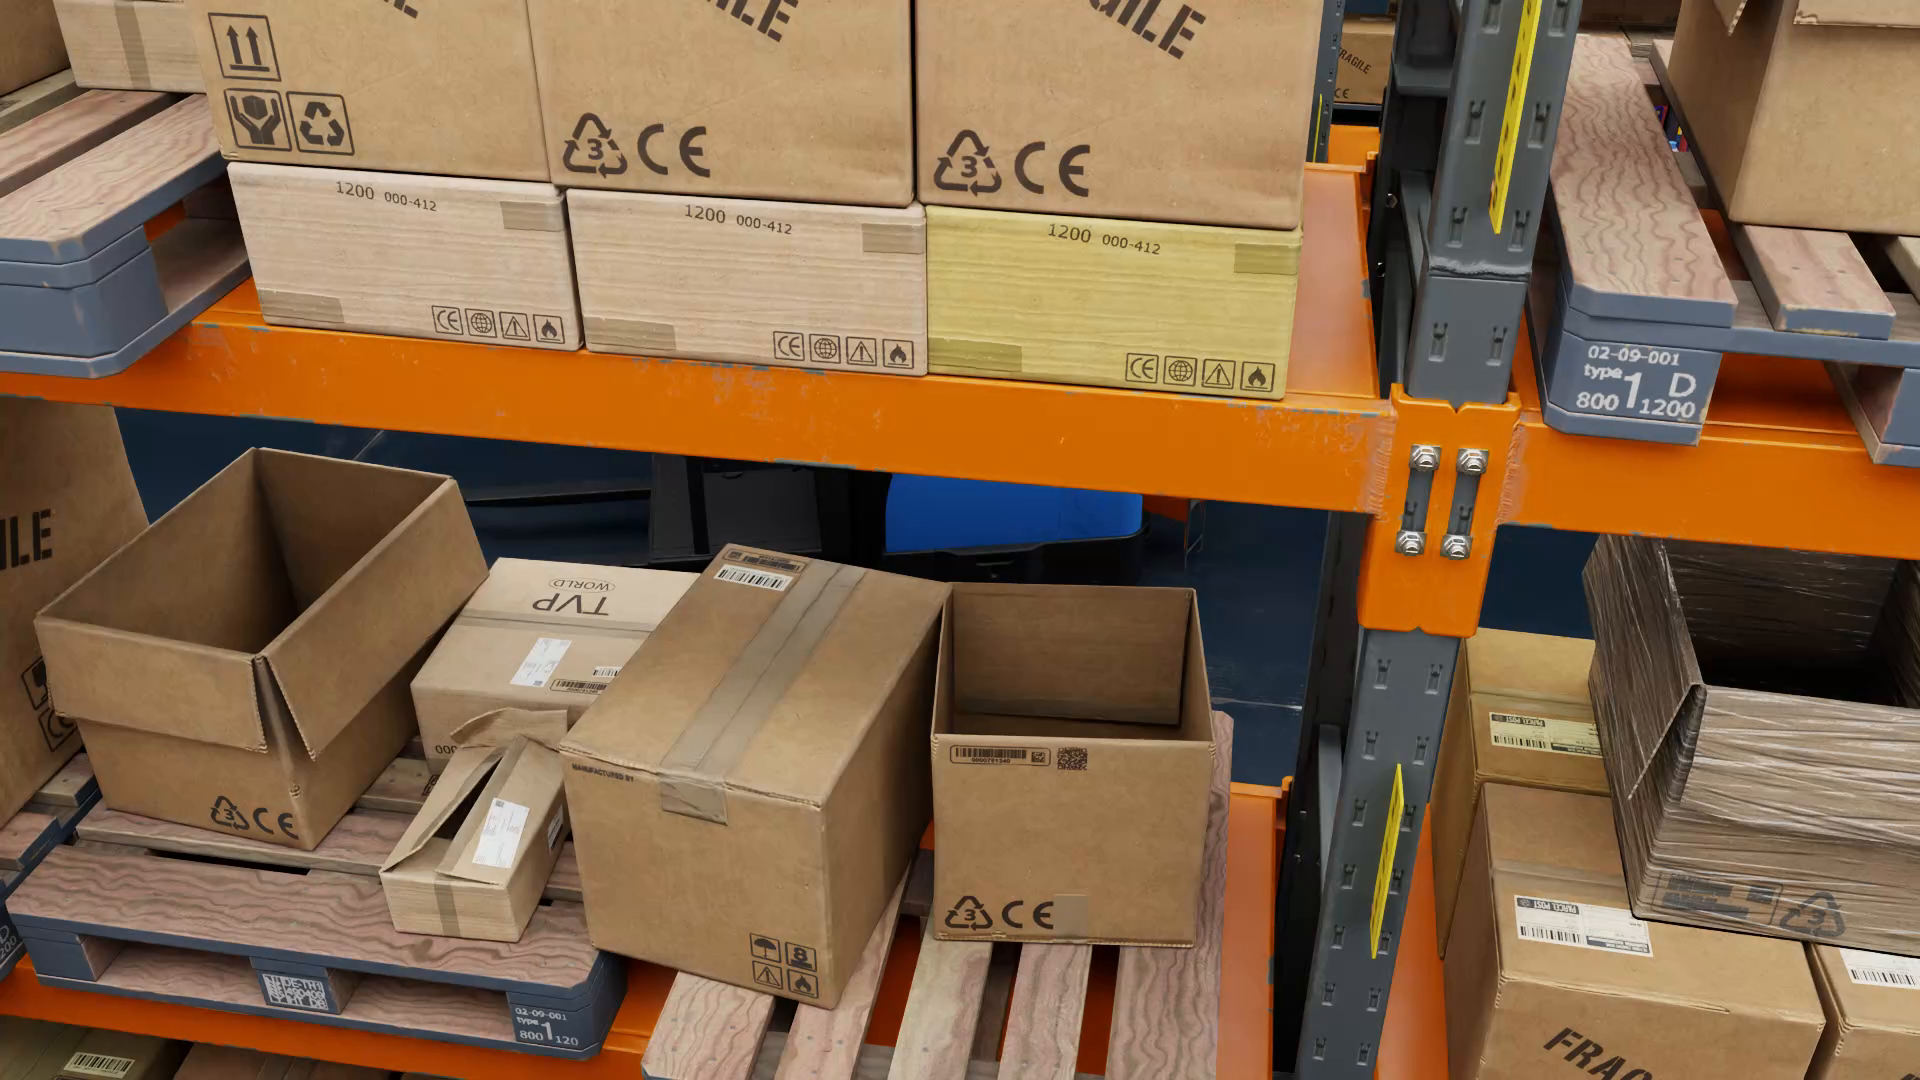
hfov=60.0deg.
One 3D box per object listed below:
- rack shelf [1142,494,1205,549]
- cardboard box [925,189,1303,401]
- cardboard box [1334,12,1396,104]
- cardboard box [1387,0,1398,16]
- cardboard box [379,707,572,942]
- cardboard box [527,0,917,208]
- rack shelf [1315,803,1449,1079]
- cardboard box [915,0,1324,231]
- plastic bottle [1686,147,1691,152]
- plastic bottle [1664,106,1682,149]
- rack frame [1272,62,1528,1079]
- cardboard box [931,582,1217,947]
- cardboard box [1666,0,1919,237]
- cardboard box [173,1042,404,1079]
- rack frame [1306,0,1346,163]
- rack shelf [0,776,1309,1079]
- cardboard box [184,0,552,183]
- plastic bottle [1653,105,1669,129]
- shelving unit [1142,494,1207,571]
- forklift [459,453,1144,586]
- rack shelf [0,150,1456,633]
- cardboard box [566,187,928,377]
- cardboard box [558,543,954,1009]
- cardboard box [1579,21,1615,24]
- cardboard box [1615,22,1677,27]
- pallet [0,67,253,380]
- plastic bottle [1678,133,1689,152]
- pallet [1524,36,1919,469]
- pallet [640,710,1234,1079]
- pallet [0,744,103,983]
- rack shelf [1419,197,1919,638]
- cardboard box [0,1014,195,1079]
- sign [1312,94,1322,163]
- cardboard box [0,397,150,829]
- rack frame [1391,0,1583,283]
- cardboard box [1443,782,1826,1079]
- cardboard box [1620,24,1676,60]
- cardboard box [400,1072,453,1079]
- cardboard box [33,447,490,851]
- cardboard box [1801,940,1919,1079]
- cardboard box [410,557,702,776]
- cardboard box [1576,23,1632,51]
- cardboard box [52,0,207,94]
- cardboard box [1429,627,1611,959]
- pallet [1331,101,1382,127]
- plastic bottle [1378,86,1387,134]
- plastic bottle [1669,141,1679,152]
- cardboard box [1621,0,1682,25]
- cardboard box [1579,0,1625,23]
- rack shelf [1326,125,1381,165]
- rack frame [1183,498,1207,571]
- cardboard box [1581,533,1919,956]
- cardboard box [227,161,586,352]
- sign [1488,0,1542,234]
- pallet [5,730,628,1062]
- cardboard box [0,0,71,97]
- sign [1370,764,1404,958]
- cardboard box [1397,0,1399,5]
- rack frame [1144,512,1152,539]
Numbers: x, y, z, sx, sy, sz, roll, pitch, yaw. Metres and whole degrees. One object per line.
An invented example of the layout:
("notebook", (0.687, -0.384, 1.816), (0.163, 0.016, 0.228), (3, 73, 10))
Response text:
("rack shelf", (0.890, -0.149, 7.042), (0.240, 0.259, 0.215), (17, 36, 25))
("cardboard box", (0.238, -0.446, 2.449), (0.500, 0.250, 0.500), (5, 32, 8))
("cardboard box", (2.819, -3.441, 11.862), (0.500, 0.500, 0.500), (7, 33, 10))
("cardboard box", (3.380, -3.670, 12.228), (0.500, 0.500, 0.500), (6, 33, 10))
("cardboard box", (-0.941, 0.548, 3.279), (0.258, 0.266, 0.396), (4, 32, 7))
("cardboard box", (-0.271, -0.801, 2.310), (0.500, 0.500, 0.500), (5, 32, 8))
("rack shelf", (2.720, 1.160, 3.248), (4.000, 0.370, 1.077), (5, 32, 8))
("cardboard box", (0.236, -0.761, 2.246), (0.500, 0.500, 0.500), (6, 33, 9))
("plastic bottle", (3.085, -1.530, 6.977), (0.133, 0.283, 0.061), (5, 32, 8))
("plastic bottle", (3.329, -1.942, 7.572), (0.185, 0.351, 0.144), (5, 32, 8))
("rack frame", (0.748, 0.676, 3.342), (0.127, 3.000, 1.000), (5, 32, 8))
("cardboard box", (0.209, 0.429, 3.248), (0.500, 0.500, 0.500), (1, 32, 2))
("cardboard box", (1.362, -0.800, 2.381), (0.637, 0.503, 0.797), (7, 33, 11))
("cardboard box", (-1.575, 1.361, 4.190), (0.500, 0.500, 0.700), (3, 32, 4))
("rack frame", (1.582, -1.914, 7.481), (0.127, 3.000, 1.000), (5, 32, 8))
("rack shelf", (-1.223, 0.803, 3.818), (4.000, 0.370, 1.077), (5, 32, 8))
("cardboard box", (-0.757, -0.853, 2.394), (0.500, 0.500, 0.500), (6, 32, 9))
("plastic bottle", (3.179, -1.949, 7.647), (0.133, 0.283, 0.061), (5, 32, 8))
("shelving unit", (0.890, -0.394, 6.890), (0.252, 1.050, 0.215), (17, 36, 25))
("forklift", (-0.807, -1.168, 6.353), (3.031, 2.935, 1.130), (-4, 32, -6))
("rack shelf", (-1.223, -0.469, 3.022), (4.000, 0.370, 1.077), (5, 32, 8))
("cardboard box", (-0.253, -0.483, 2.508), (0.500, 0.250, 0.500), (5, 32, 8))
("cardboard box", (-0.358, 0.431, 3.244), (0.500, 0.500, 0.700), (10, 33, 15))
("cardboard box", (4.408, -3.580, 12.084), (0.500, 0.500, 0.500), (4, 32, 6))
("cardboard box", (4.907, -3.535, 12.012), (0.500, 0.500, 0.500), (6, 32, 9))
("pallet", (-1.581, -0.671, 2.844), (1.003, 0.211, 1.213), (5, 32, 8))
("plastic bottle", (3.337, -1.858, 7.501), (0.133, 0.283, 0.061), (5, 32, 8))
("pallet", (1.392, -0.485, 2.549), (1.003, 0.211, 1.213), (7, 33, 10))
("pallet", (0.028, 0.750, 3.406), (1.003, 0.211, 1.213), (5, 32, 8))
("pallet", (-2.466, 0.545, 3.733), (1.213, 0.211, 1.003), (5, 32, 8))
("rack shelf", (2.720, -0.112, 2.452), (4.000, 0.370, 1.077), (5, 32, 8))
("cardboard box", (-2.126, 1.311, 4.270), (0.500, 0.500, 0.700), (5, 32, 8))
("sign", (1.496, -1.695, 6.977), (0.005, 0.325, 0.100), (5, 32, 8))
("cardboard box", (-2.435, 0.031, 3.412), (1.000, 1.000, 1.000), (5, 32, 9))
("rack frame", (0.748, -1.866, 1.750), (0.127, 3.000, 1.000), (5, 32, 8))
("cardboard box", (1.182, 0.820, 3.019), (0.500, 0.500, 0.500), (6, 33, 10))
("cardboard box", (4.847, -3.262, 11.575), (0.500, 0.500, 0.500), (6, 32, 9))
("cardboard box", (-1.025, 1.410, 4.111), (0.500, 0.500, 0.700), (8, 33, 12))
("cardboard box", (-1.470, 0.204, 3.604), (0.637, 0.503, 0.797), (8, 33, 13))
("cardboard box", (1.690, 0.865, 2.947), (0.500, 0.500, 0.500), (4, 32, 7))
("cardboard box", (-0.865, 0.292, 3.702), (0.500, 0.250, 0.500), (4, 32, 7))
("cardboard box", (4.345, -3.306, 11.646), (0.500, 0.500, 0.500), (4, 32, 7))
("cardboard box", (-1.330, -0.916, 2.883), (0.250, 0.166, 0.380), (4, 32, 7))
("cardboard box", (1.276, 0.549, 3.452), (0.500, 0.500, 0.500), (6, 33, 10))
("pallet", (3.148, -3.236, 12.221), (1.213, 0.211, 1.003), (5, 32, 8))
("plastic bottle", (2.052, -2.052, 7.810), (0.133, 0.283, 0.061), (5, 32, 8))
("plastic bottle", (2.974, -1.545, 7.012), (0.097, 0.271, 0.097), (0, 32, 0))
("cardboard box", (4.940, -3.852, 11.811), (0.500, 0.250, 0.500), (5, 32, 8))
("cardboard box", (4.445, -3.896, 11.882), (0.500, 0.250, 0.500), (5, 32, 7))
("rack shelf", (3.553, -1.430, 7.386), (4.000, 0.370, 1.077), (5, 32, 8))
("rack frame", (0.996, -0.362, 6.839), (0.008, 1.050, 0.200), (17, 36, 25))
("cardboard box", (1.466, 0.283, 2.932), (0.637, 0.503, 0.797), (6, 33, 10))
("cardboard box", (-0.748, -0.529, 2.582), (0.500, 0.250, 0.500), (6, 33, 10))
("sign", (0.655, -0.531, 1.956), (0.005, 0.325, 0.100), (5, 32, 8))
("pallet", (-1.210, 0.602, 3.641), (1.213, 0.211, 1.003), (5, 32, 8))
("cardboard box", (-1.819, -0.996, 2.694), (0.637, 0.503, 0.797), (6, 33, 10))
("sign", (0.666, 0.504, 2.601), (0.005, 0.325, 0.100), (5, 32, 8))
("cardboard box", (3.436, -3.986, 12.025), (0.500, 0.250, 0.500), (6, 33, 10))
("rack frame", (0.784, -0.426, 6.941), (0.008, 1.050, 0.200), (17, 36, 25))
